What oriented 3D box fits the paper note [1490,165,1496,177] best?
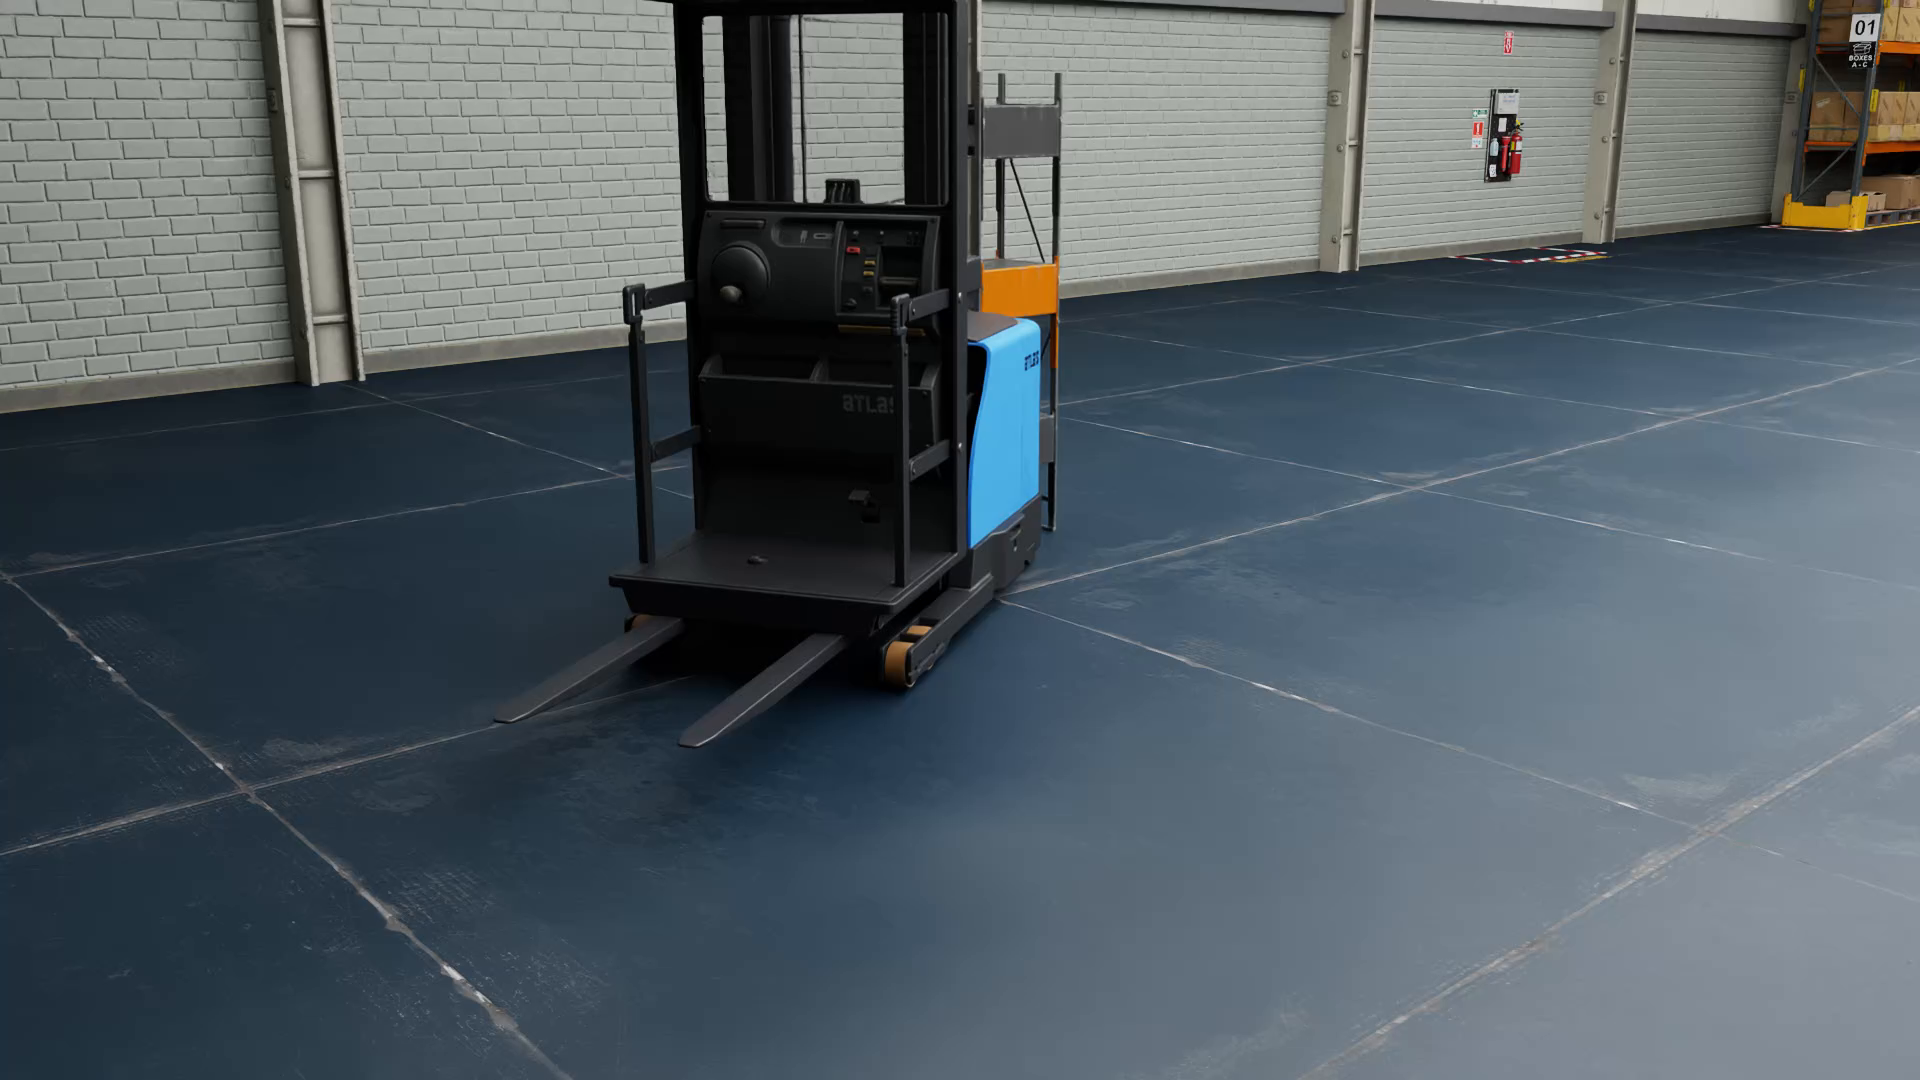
[{"bbox_3d":[6.937,-4.805,21.634,0.142,0.148,0.016,-13,19,-39],"label":"paper note"}]

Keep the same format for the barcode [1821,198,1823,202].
[{"bbox_3d":[13.903,-5.487,26.818,0.075,0.075,0.001,-13,19,-39],"label":"barcode"}]

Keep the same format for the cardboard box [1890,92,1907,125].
[{"bbox_3d":[14.508,-6.792,26.163,0.500,0.500,0.500,-13,19,-39],"label":"cardboard box"}]

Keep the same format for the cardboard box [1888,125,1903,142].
[{"bbox_3d":[14.530,-6.437,26.287,0.500,0.250,0.500,-13,20,-41],"label":"cardboard box"}]

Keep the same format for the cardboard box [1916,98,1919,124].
[{"bbox_3d":[15.283,-6.968,26.822,0.500,0.500,0.500,-12,19,-38],"label":"cardboard box"}]

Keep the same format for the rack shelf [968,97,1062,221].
[{"bbox_3d":[0.135,-1.717,7.450,0.480,0.518,0.431,-13,20,-41],"label":"rack shelf"}]

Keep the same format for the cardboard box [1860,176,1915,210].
[{"bbox_3d":[15.168,-5.704,27.282,0.500,0.500,0.700,-14,21,-43],"label":"cardboard box"}]

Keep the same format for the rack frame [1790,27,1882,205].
[{"bbox_3d":[13.571,-6.388,25.853,0.127,3.000,1.000,-13,19,-39],"label":"rack frame"}]

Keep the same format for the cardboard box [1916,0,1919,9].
[{"bbox_3d":[14.812,-8.560,26.003,0.500,0.500,0.500,-12,19,-38],"label":"cardboard box"}]

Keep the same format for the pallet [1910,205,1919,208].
[{"bbox_3d":[16.105,-5.598,28.298,1.213,0.211,1.003,-13,19,-39],"label":"pallet"}]

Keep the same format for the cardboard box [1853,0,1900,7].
[{"bbox_3d":[14.021,-8.396,25.389,0.500,0.500,0.500,14,21,43],"label":"cardboard box"}]

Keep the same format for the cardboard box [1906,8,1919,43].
[{"bbox_3d":[14.805,-8.076,26.127,0.500,0.500,0.500,-12,19,-37],"label":"cardboard box"}]

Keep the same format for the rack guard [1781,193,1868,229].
[{"bbox_3d":[13.628,-5.193,26.224,0.348,0.500,1.175,-13,19,-39],"label":"rack guard"}]

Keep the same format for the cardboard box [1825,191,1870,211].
[{"bbox_3d":[14.152,-5.401,26.516,0.500,0.311,0.500,13,20,41],"label":"cardboard box"}]

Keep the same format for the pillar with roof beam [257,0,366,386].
[{"bbox_3d":[-1.748,-4.670,7.795,0.400,9.000,9.100,-13,19,-39],"label":"pillar with roof beam"}]

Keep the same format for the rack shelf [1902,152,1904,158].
[{"bbox_3d":[18.097,-7.057,29.751,4.000,0.370,1.077,-13,19,-39],"label":"rack shelf"}]

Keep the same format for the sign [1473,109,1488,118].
[{"bbox_3d":[6.640,-5.446,21.230,0.331,0.109,0.001,-13,19,-39],"label":"sign"}]

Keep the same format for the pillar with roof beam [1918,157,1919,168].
[{"bbox_3d":[20.883,-9.752,26.821,0.400,9.000,9.100,-13,19,-39],"label":"pillar with roof beam"}]

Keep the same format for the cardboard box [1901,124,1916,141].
[{"bbox_3d":[14.918,-6.522,26.606,0.500,0.250,0.500,-13,20,-40],"label":"cardboard box"}]

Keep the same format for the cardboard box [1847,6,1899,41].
[{"bbox_3d":[13.987,-7.903,25.480,0.500,0.500,0.500,-12,19,-38],"label":"cardboard box"}]

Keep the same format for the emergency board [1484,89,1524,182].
[{"bbox_3d":[7.116,-5.247,21.583,0.643,1.169,0.194,-13,19,-39],"label":"emergency board"}]

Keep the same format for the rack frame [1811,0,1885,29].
[{"bbox_3d":[13.571,-9.286,25.079,0.127,3.000,1.000,-13,19,-39],"label":"rack frame"}]

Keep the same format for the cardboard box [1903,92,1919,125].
[{"bbox_3d":[14.902,-6.878,26.486,0.500,0.500,0.500,-13,20,-41],"label":"cardboard box"}]

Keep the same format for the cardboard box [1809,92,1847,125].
[{"bbox_3d":[13.787,-6.809,26.227,0.500,0.500,0.500,-13,20,-40],"label":"cardboard box"}]

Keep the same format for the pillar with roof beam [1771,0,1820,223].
[{"bbox_3d":[16.357,-8.735,23.015,0.400,9.000,9.100,-13,19,-39],"label":"pillar with roof beam"}]

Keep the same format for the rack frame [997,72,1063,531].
[{"bbox_3d":[0.316,-1.096,7.786,0.015,2.100,0.400,-13,20,-41],"label":"rack frame"}]

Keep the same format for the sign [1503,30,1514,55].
[{"bbox_3d":[7.044,-6.385,21.351,0.199,0.298,0.001,-13,19,-39],"label":"sign"}]

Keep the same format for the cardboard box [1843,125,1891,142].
[{"bbox_3d":[14.147,-6.346,25.948,0.500,0.250,0.500,-13,20,-41],"label":"cardboard box"}]

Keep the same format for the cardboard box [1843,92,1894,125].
[{"bbox_3d":[14.128,-6.710,25.857,0.500,0.500,0.500,-13,19,-39],"label":"cardboard box"}]

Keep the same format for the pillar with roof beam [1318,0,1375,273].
[{"bbox_3d":[7.305,-6.703,15.405,0.400,9.000,9.100,-13,19,-39],"label":"pillar with roof beam"}]

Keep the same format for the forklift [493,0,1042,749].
[{"bbox_3d":[-0.586,-1.014,5.867,1.130,2.935,3.031,5,16,18],"label":"forklift"}]

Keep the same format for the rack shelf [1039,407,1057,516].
[{"bbox_3d":[0.135,-0.365,7.812,0.480,0.518,0.431,-13,20,-41],"label":"rack shelf"}]

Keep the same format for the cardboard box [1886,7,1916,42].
[{"bbox_3d":[14.416,-7.987,25.795,0.500,0.500,0.500,-11,19,-36],"label":"cardboard box"}]

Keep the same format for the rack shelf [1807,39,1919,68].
[{"bbox_3d":[15.080,-7.829,26.827,4.000,0.370,1.077,-13,19,-39],"label":"rack shelf"}]

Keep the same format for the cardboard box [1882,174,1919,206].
[{"bbox_3d":[15.832,-5.887,27.968,0.500,0.500,0.500,14,21,43],"label":"cardboard box"}]

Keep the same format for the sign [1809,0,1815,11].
[{"bbox_3d":[13.222,-8.376,25.769,0.005,0.325,0.100,-13,19,-39],"label":"sign"}]

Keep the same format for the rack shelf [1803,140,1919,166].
[{"bbox_3d":[15.080,-6.379,27.214,4.000,0.370,1.077,-13,19,-39],"label":"rack shelf"}]

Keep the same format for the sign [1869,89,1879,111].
[{"bbox_3d":[13.927,-6.701,25.346,0.005,0.325,0.100,-13,19,-39],"label":"sign"}]

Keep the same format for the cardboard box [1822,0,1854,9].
[{"bbox_3d":[13.724,-8.502,25.785,0.500,0.500,0.500,-12,19,-37],"label":"cardboard box"}]

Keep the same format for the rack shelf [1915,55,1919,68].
[{"bbox_3d":[18.097,-8.506,29.364,4.000,0.370,1.077,-13,19,-39],"label":"rack shelf"}]

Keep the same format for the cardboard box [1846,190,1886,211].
[{"bbox_3d":[14.582,-5.498,26.878,0.500,0.311,0.500,-11,18,-35],"label":"cardboard box"}]

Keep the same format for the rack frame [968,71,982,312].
[{"bbox_3d":[-0.045,-1.012,7.469,0.015,2.100,0.400,-13,20,-41],"label":"rack frame"}]

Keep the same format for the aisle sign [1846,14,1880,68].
[{"bbox_3d":[13.714,-7.573,25.253,0.004,0.787,0.394,-13,19,-39],"label":"aisle sign"}]

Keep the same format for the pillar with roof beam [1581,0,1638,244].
[{"bbox_3d":[11.831,-7.719,19.210,0.400,9.000,9.100,-13,19,-39],"label":"pillar with roof beam"}]

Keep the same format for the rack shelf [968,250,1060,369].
[{"bbox_3d":[0.135,-1.041,7.631,0.480,0.518,0.431,-13,20,-41],"label":"rack shelf"}]

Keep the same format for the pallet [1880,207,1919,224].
[{"bbox_3d":[15.184,-5.390,27.520,1.213,0.211,1.003,-13,19,-39],"label":"pallet"}]

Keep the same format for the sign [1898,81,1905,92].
[{"bbox_3d":[16.221,-7.733,28.642,0.005,0.325,0.100,-13,19,-39],"label":"sign"}]

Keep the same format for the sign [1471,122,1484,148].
[{"bbox_3d":[6.631,-5.191,21.302,0.234,0.329,0.001,-13,19,-39],"label":"sign"}]

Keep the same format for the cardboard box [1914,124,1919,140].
[{"bbox_3d":[15.301,-6.607,26.925,0.500,0.250,0.500,-12,19,-39],"label":"cardboard box"}]

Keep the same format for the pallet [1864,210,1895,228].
[{"bbox_3d":[14.264,-5.184,26.750,1.213,0.211,1.003,-13,19,-39],"label":"pallet"}]

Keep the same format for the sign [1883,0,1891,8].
[{"bbox_3d":[13.927,-8.154,24.958,0.005,0.325,0.100,-13,19,-39],"label":"sign"}]

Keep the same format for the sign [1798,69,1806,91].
[{"bbox_3d":[13.222,-7.212,26.080,0.005,0.325,0.100,-13,19,-39],"label":"sign"}]

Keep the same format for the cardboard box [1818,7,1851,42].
[{"bbox_3d":[13.719,-8.015,25.899,0.500,0.500,0.500,-11,18,-35],"label":"cardboard box"}]

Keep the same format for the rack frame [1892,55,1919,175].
[{"bbox_3d":[16.588,-7.066,28.390,0.127,3.000,1.000,-13,19,-39],"label":"rack frame"}]

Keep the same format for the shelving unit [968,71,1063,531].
[{"bbox_3d":[0.135,-1.054,7.628,0.503,2.100,0.431,-13,20,-41],"label":"shelving unit"}]

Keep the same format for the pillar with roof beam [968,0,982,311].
[{"bbox_3d":[2.778,-5.686,11.600,0.400,9.000,9.100,-13,19,-39],"label":"pillar with roof beam"}]

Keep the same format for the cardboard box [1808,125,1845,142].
[{"bbox_3d":[13.796,-6.442,26.307,0.500,0.250,0.500,-12,19,-39],"label":"cardboard box"}]

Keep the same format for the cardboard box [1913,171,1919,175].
[{"bbox_3d":[17.133,-6.198,29.134,0.500,0.500,0.700,-12,19,-38],"label":"cardboard box"}]

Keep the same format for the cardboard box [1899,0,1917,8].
[{"bbox_3d":[14.432,-8.471,25.670,0.500,0.500,0.500,-13,20,-40],"label":"cardboard box"}]
